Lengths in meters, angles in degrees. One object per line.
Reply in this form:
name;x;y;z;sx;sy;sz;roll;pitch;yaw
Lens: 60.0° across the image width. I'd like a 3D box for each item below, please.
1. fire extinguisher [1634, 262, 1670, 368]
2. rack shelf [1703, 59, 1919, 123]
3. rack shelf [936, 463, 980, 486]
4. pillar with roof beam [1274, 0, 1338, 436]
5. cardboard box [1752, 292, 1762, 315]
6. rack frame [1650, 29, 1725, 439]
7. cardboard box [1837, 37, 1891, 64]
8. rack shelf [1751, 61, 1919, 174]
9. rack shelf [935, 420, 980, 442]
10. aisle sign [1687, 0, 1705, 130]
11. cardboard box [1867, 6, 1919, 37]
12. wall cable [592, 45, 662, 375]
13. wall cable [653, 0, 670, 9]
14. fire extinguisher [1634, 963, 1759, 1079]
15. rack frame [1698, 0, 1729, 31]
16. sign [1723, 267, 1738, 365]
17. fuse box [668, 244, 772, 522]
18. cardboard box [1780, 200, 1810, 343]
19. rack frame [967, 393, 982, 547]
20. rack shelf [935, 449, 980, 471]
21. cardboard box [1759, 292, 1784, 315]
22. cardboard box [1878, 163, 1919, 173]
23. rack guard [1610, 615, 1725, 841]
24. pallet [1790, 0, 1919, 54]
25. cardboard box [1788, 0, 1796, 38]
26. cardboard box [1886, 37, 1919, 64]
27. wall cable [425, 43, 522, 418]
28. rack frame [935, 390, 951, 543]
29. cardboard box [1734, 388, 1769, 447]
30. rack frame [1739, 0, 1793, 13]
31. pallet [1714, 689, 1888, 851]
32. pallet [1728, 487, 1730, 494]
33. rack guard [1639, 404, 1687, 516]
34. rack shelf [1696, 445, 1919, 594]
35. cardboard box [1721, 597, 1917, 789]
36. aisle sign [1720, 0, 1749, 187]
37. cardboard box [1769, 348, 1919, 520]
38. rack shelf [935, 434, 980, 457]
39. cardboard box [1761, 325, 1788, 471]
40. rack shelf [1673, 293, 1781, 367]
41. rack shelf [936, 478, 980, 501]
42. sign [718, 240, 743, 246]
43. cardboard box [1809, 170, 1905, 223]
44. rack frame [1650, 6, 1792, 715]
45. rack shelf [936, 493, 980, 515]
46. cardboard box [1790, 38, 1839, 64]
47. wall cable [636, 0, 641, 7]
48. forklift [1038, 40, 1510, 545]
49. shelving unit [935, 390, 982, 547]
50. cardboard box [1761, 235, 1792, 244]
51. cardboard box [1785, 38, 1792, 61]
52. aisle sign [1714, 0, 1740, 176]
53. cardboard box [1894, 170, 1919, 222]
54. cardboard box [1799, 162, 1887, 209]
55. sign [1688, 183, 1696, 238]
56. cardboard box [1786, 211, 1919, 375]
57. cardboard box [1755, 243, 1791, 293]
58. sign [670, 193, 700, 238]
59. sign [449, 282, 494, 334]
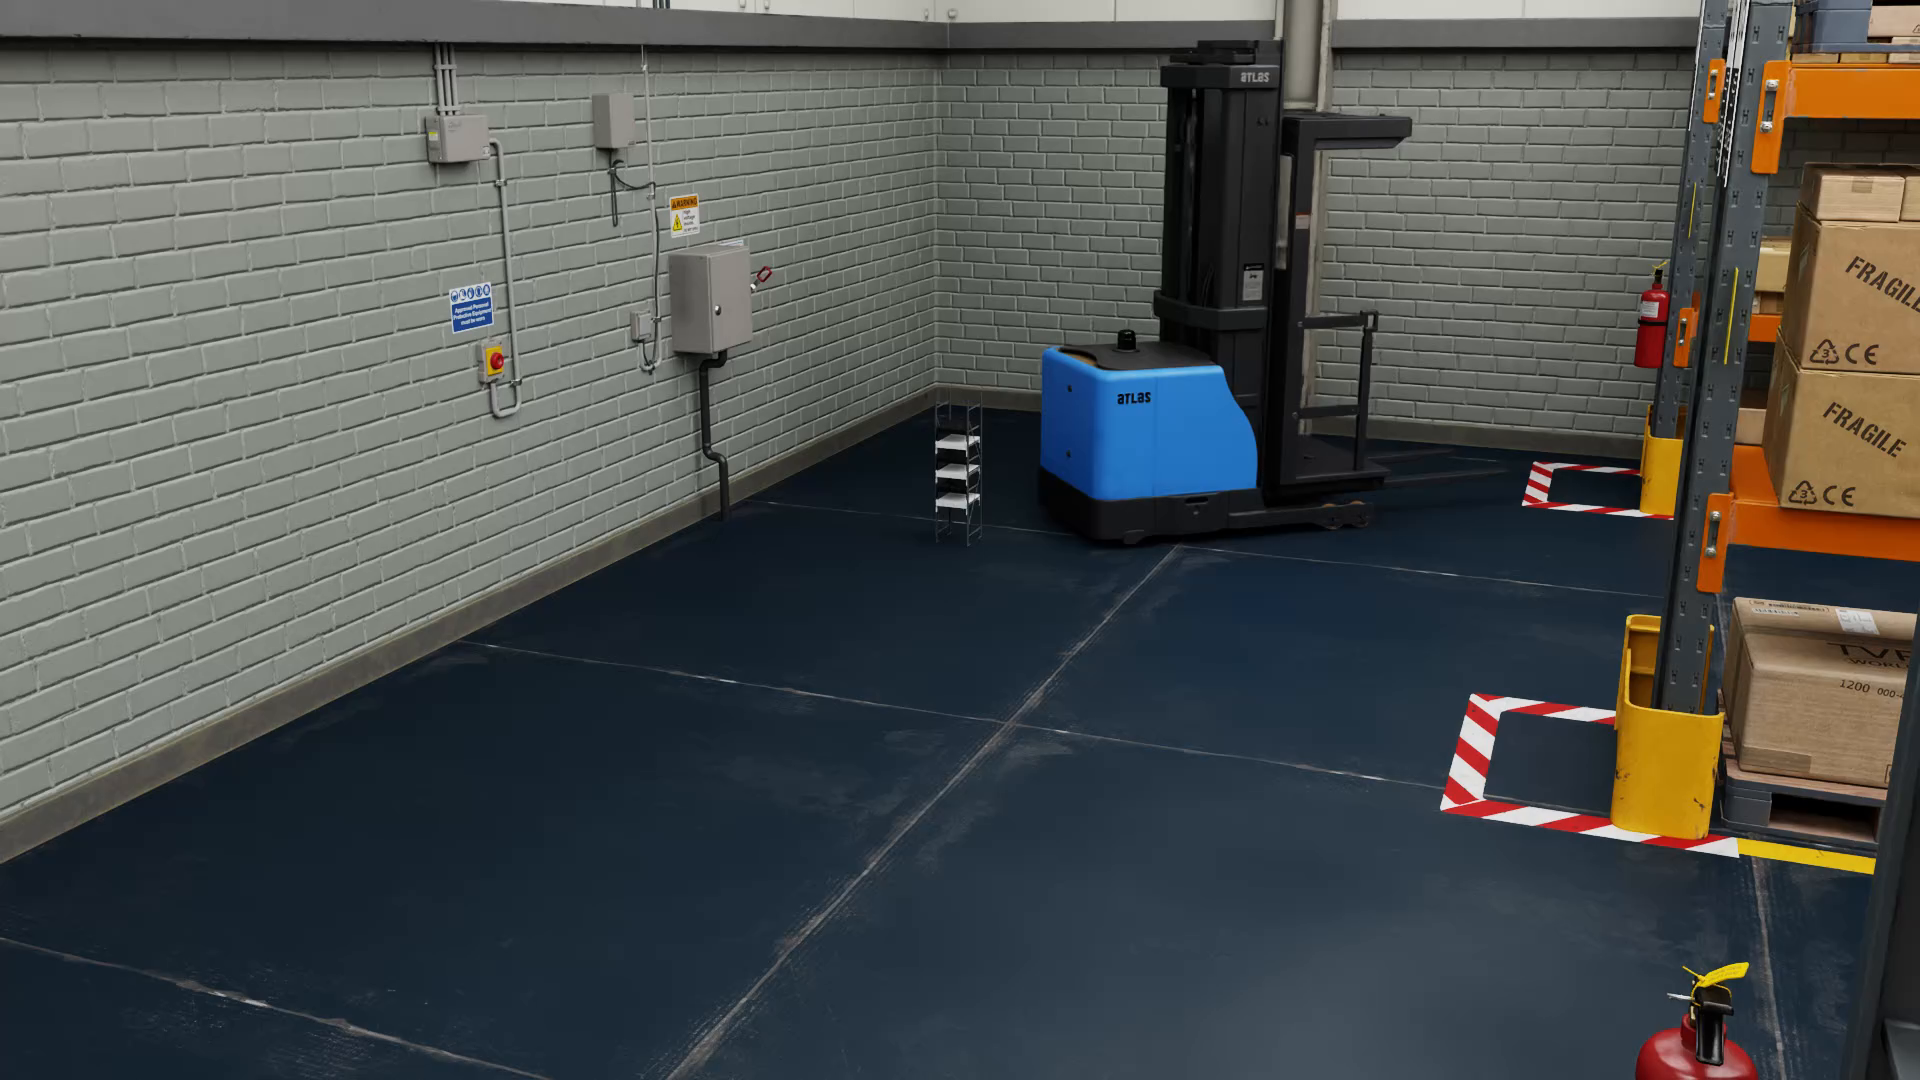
fire extinguisher;4.400;-1.435;10.544;0.183;0.674;0.296;6;17;21
rack shelf;6.567;-2.646;9.819;4.000;0.370;1.077;6;17;21
rack shelf;-0.008;-0.401;10.060;0.200;0.077;0.258;6;17;21
pillar with roof beam;0.949;-4.030;7.915;0.400;9.000;9.100;6;17;21
cardboard box;4.911;-1.530;10.516;0.250;0.149;0.380;6;17;20
rack frame;4.706;-1.756;10.842;0.127;3.000;1.000;6;17;21
cardboard box;5.403;-2.932;9.964;0.250;0.149;0.380;6;17;21
rack shelf;4.749;-1.359;5.384;4.000;0.370;1.077;6;17;21
rack shelf;-0.008;-0.660;9.985;0.200;0.077;0.258;6;17;21
aisle sign;4.535;-2.935;10.241;0.004;0.787;0.394;6;17;21
cardboard box;5.499;-3.104;9.842;0.500;0.250;0.500;7;17;22
wall cable;-1.856;-1.896;9.502;0.122;1.984;0.588;6;17;21
wall cable;-1.171;-4.789;10.464;0.133;3.039;2.988;6;17;21
fire extinguisher;1.101;0.897;2.512;0.183;0.674;0.296;6;17;21
rack frame;4.706;-4.637;10.005;0.127;3.000;1.000;6;17;21
sign;2.679;-0.779;5.781;0.005;0.325;0.100;6;17;21
fuse box;-1.459;-0.950;10.377;0.414;1.711;0.539;6;17;21
cardboard box;3.424;-1.009;6.296;0.500;0.500;0.500;7;18;22
rack frame;0.087;-0.423;10.015;0.006;0.900;0.240;6;17;21
rack shelf;-0.008;-0.487;10.035;0.200;0.077;0.258;6;17;21
cardboard box;5.165;-1.516;10.468;0.250;0.149;0.380;7;18;22
cardboard box;3.541;-1.303;6.147;0.250;0.149;0.380;7;17;22
rack guard;2.866;0.730;6.763;0.348;0.500;1.175;6;17;21
pallet;3.583;-1.793;5.748;1.213;0.211;1.003;6;17;21
cardboard box;5.019;-3.151;10.003;0.500;0.250;0.500;6;17;20
cardboard box;5.598;-2.880;9.784;0.250;0.149;0.380;7;17;22
wall cable;-2.365;-1.542;8.226;0.123;1.953;0.585;6;17;21
rack frame;-0.102;-0.443;10.087;0.006;0.900;0.240;6;17;21
cardboard box;5.241;-0.672;10.831;0.637;0.503;0.797;6;17;18
rack frame;2.889;-3.349;5.570;0.127;3.000;1.000;6;17;21
pallet;3.661;0.933;6.583;1.213;0.211;1.003;6;17;21
pallet;5.519;-0.328;10.924;1.213;0.211;1.003;6;17;21
rack guard;4.777;-0.548;11.164;0.348;0.500;1.175;6;17;21
rack shelf;4.749;0.082;5.802;4.000;0.370;1.077;6;17;21
cardboard box;3.539;0.602;6.562;0.875;0.438;0.875;6;17;19
aisle sign;2.715;-1.649;5.810;0.004;0.787;0.394;6;17;21
cardboard box;3.230;-0.393;5.967;0.500;0.500;0.500;6;17;20
rack shelf;-0.008;-0.574;10.010;0.200;0.077;0.258;6;17;21
cardboard box;3.434;-0.536;6.459;0.500;0.500;0.500;6;17;21
rack shelf;6.567;-1.206;10.237;4.000;0.370;1.077;6;17;21
rack shelf;-0.008;-0.315;10.085;0.200;0.077;0.258;6;17;21
sign;-1.470;-1.672;10.725;0.001;0.494;0.329;6;17;21
cardboard box;3.117;-1.200;5.790;0.250;0.149;0.380;7;17;22
rack frame;2.889;-0.468;6.406;0.127;3.000;1.000;6;17;21
rack shelf;-0.008;-0.228;10.111;0.200;0.077;0.258;6;17;21
cardboard box;5.171;-2.963;10.070;0.250;0.149;0.380;7;17;22
wall cable;-2.228;-4.053;7.993;0.029;3.000;2.355;6;17;21
forklift;2.079;-1.603;10.437;3.031;2.935;1.130;-5;17;-18
shelving unit;-0.008;-0.433;10.051;0.210;0.900;0.258;6;17;21
cardboard box;5.232;-1.849;10.896;0.500;0.250;0.500;7;18;22
cardboard box;4.918;-2.983;10.139;0.250;0.149;0.380;7;17;22
aisle sign;2.935;-1.804;6.346;0.004;0.787;0.394;6;17;21
cardboard box;3.387;-1.191;5.761;0.250;0.149;0.380;7;17;22
cardboard box;3.296;-1.323;6.215;0.250;0.149;0.380;7;17;21
sign;4.507;-2.031;10.236;0.005;0.325;0.100;6;17;21
cardboard box;3.231;-0.873;5.829;0.500;0.500;0.500;6;17;19
cardboard box;5.030;-1.710;10.421;0.500;0.250;0.500;6;17;21
sign;-1.672;-1.972;10.106;0.001;0.242;0.339;6;17;21
sign;-2.440;-1.162;8.313;0.001;0.218;0.327;6;17;21
